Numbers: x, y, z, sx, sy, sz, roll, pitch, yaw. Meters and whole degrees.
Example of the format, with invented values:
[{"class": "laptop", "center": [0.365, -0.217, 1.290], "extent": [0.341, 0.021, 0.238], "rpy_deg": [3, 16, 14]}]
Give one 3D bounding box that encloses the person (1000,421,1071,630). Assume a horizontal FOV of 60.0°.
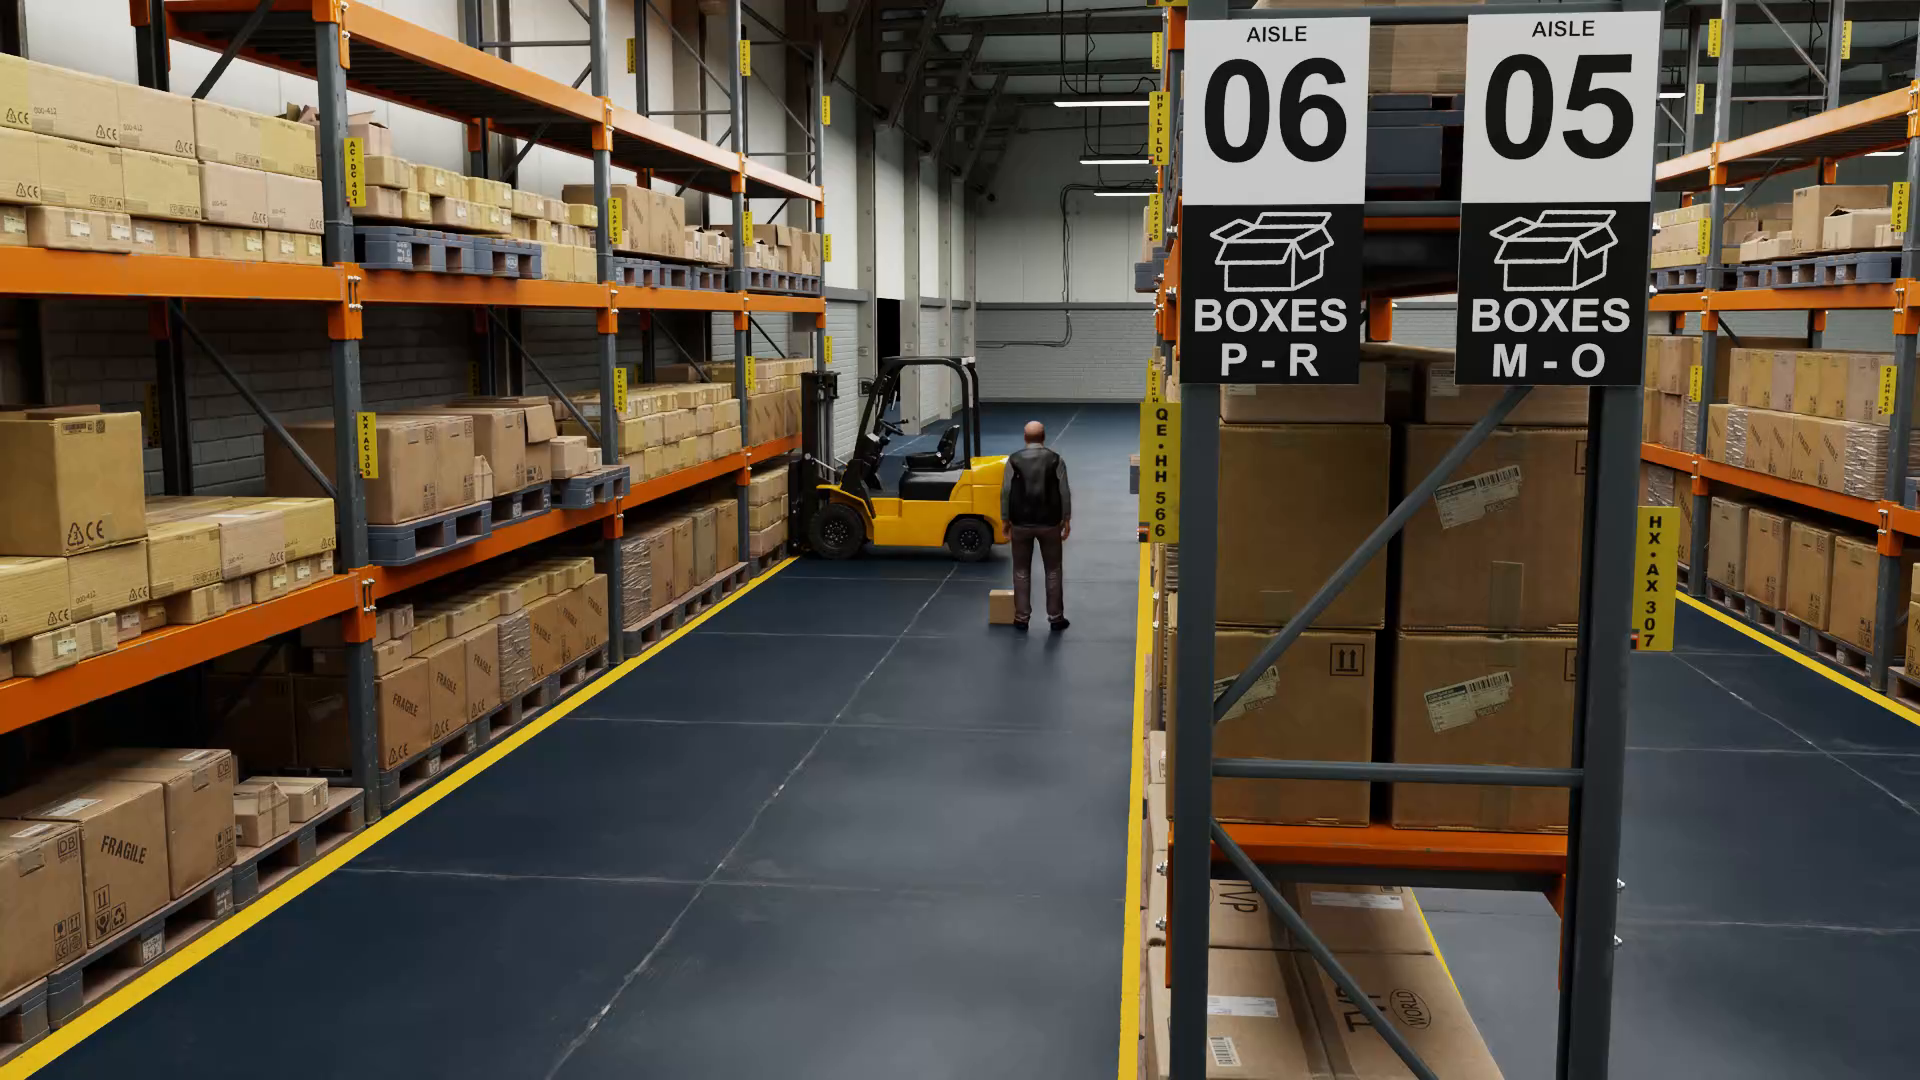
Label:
[{"class": "person", "center": [0.628, -0.120, 13.789], "extent": [0.587, 1.721, 0.412], "rpy_deg": [1, 8, 5]}]
